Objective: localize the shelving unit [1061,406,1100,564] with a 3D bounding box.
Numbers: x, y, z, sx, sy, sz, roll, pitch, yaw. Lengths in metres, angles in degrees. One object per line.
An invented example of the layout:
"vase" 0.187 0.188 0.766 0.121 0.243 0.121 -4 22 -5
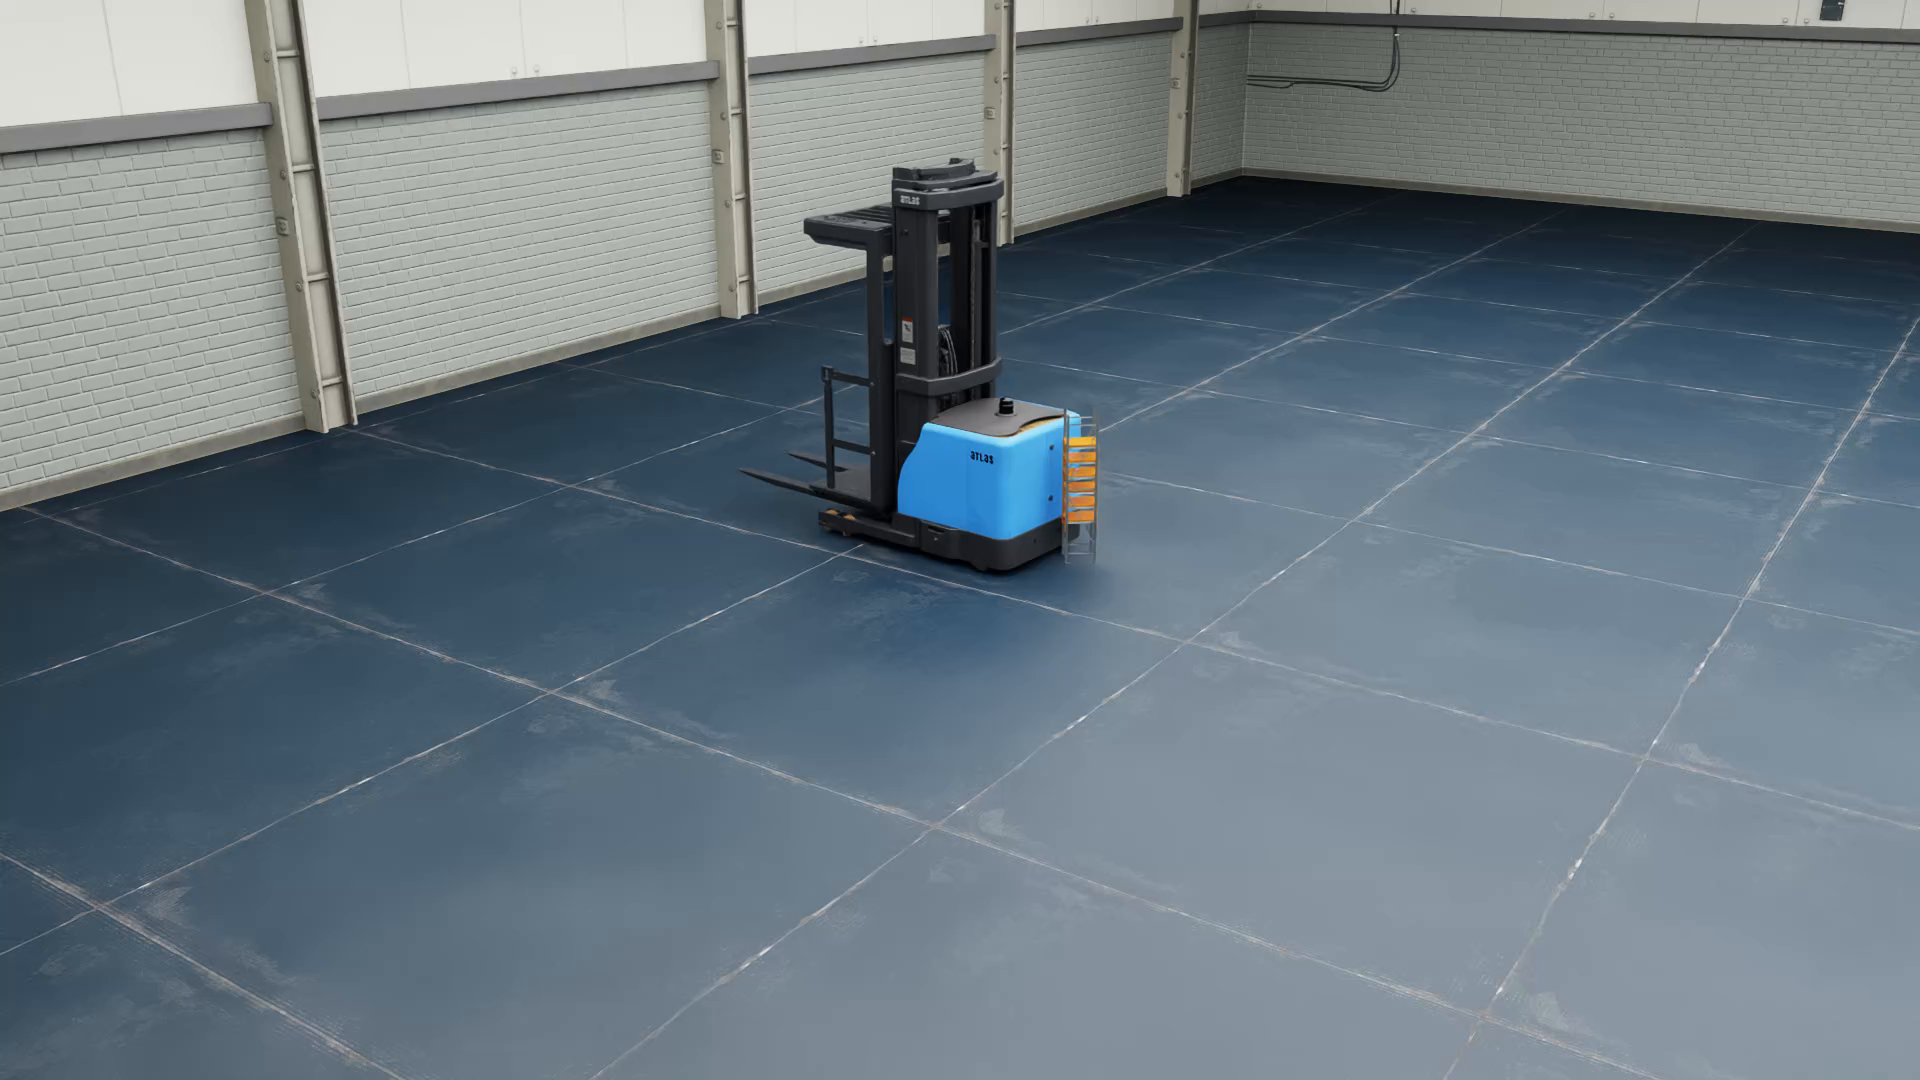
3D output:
"shelving unit" 0.912 -0.411 12.632 0.258 1.200 0.189 -2 22 -3

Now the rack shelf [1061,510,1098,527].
"rack shelf" 0.915 -0.148 12.741 0.258 0.103 0.180 -2 22 -3

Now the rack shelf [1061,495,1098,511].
"rack shelf" 0.914 -0.259 12.695 0.258 0.103 0.180 -2 22 -3

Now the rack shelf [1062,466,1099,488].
"rack shelf" 0.911 -0.481 12.604 0.258 0.103 0.180 -2 22 -3

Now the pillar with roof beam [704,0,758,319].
"pillar with roof beam" 0.779 -6.219 17.106 9.100 9.000 0.400 13 24 32

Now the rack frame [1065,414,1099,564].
"rack frame" 0.918 -0.376 12.548 0.240 1.200 0.006 -2 22 -3

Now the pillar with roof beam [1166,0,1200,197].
"pillar with roof beam" 7.525 -9.662 26.414 9.100 9.000 0.400 13 24 32

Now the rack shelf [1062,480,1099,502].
"rack shelf" 0.913 -0.370 12.649 0.258 0.103 0.180 -2 22 -3

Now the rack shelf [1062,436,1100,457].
"rack shelf" 0.909 -0.703 12.512 0.258 0.103 0.180 -2 22 -3

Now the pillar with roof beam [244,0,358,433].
"pillar with roof beam" -2.594 -4.497 12.451 9.100 9.000 0.400 13 24 32

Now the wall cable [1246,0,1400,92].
"wall cable" 6.714 -9.632 30.810 3.097 2.526 0.112 13 24 32

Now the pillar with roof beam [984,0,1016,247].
"pillar with roof beam" 4.152 -7.940 21.760 9.100 9.000 0.400 13 24 32

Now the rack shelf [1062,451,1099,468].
"rack shelf" 0.910 -0.592 12.558 0.258 0.103 0.180 -2 22 -3

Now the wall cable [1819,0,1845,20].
"wall cable" 14.557 -10.828 24.664 2.305 6.003 0.169 13 24 32

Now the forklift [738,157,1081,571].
"forklift" -0.520 -1.536 13.193 3.031 2.935 1.130 15 25 36

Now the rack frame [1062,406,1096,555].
"rack frame" 0.907 -0.446 12.717 0.240 1.200 0.006 -2 22 -3
